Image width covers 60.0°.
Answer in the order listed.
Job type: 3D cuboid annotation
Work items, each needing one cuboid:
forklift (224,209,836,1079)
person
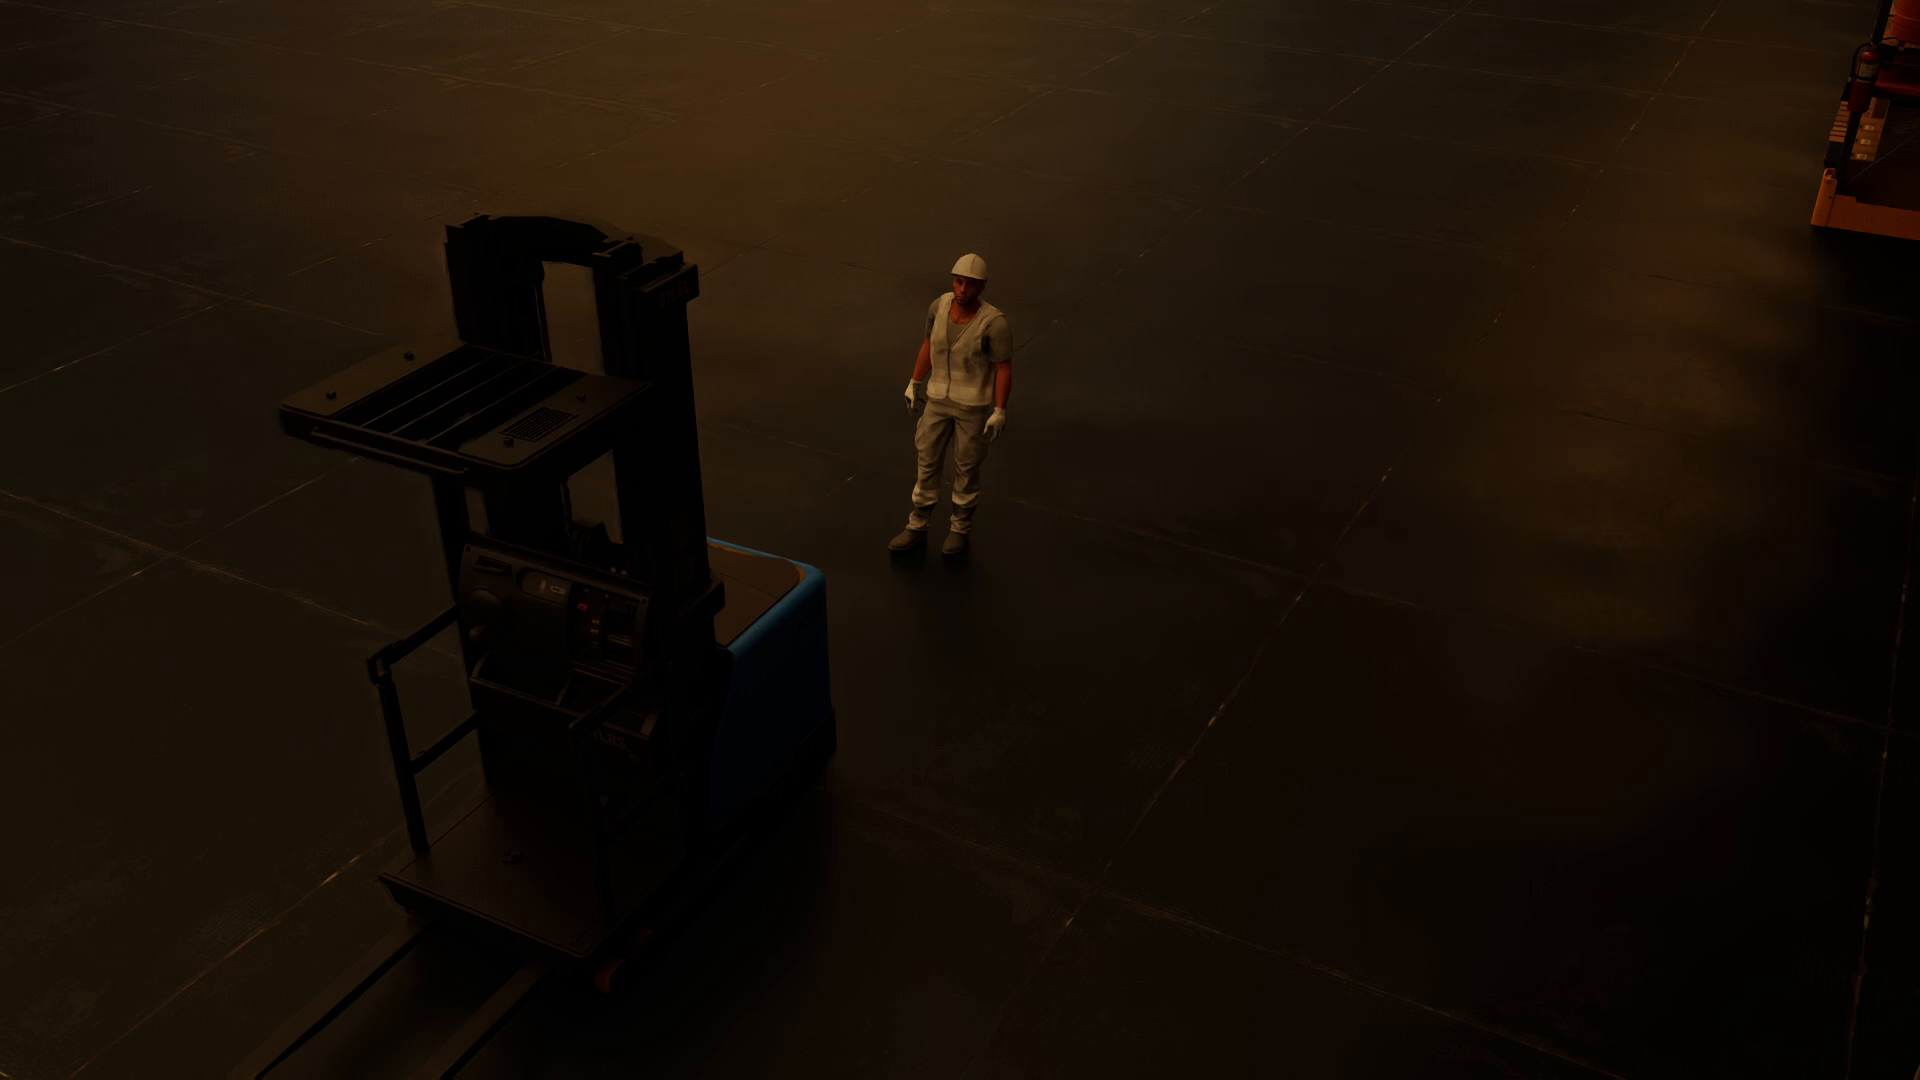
[{"bbox_3d":[-1.724,0.335,6.490,1.130,2.935,3.031,14,33,23],"label":"forklift"},{"bbox_3d":[-0.050,-0.749,9.496,0.637,1.790,0.562,15,33,25],"label":"person"}]
